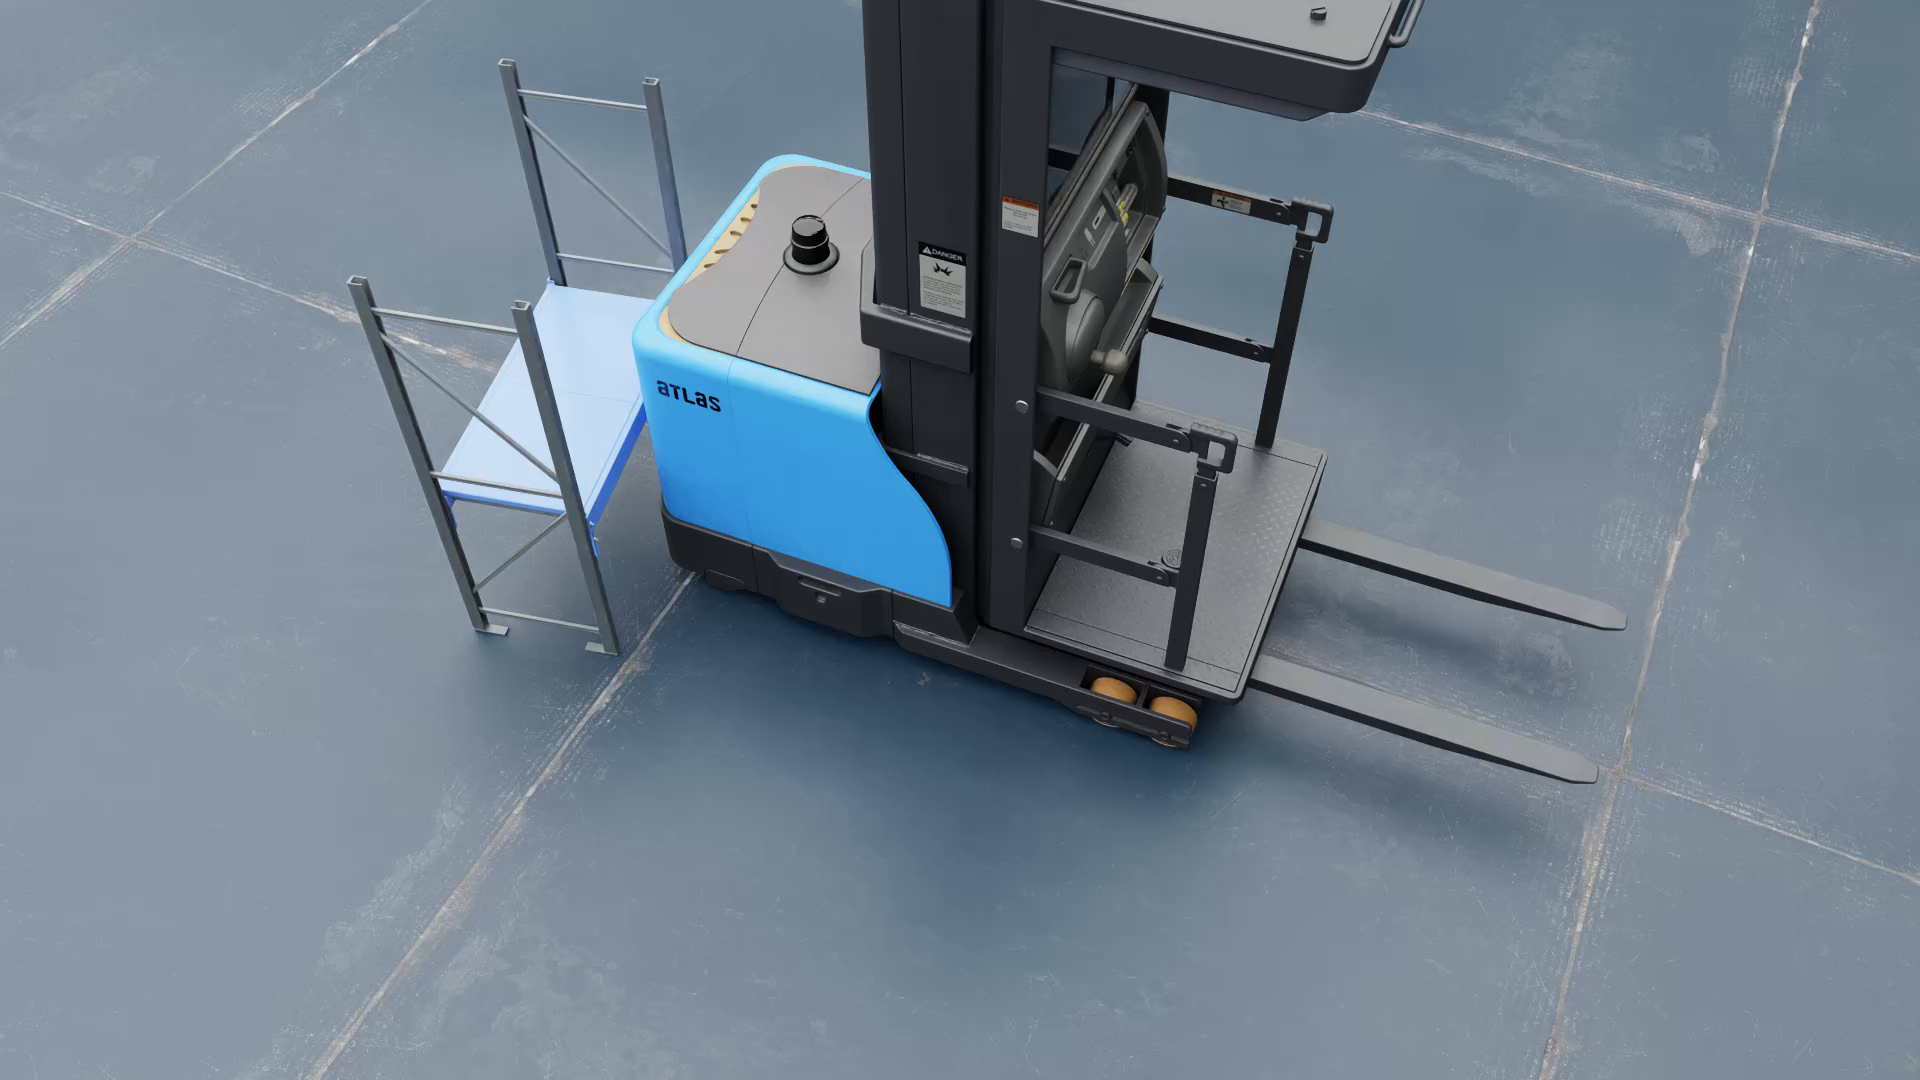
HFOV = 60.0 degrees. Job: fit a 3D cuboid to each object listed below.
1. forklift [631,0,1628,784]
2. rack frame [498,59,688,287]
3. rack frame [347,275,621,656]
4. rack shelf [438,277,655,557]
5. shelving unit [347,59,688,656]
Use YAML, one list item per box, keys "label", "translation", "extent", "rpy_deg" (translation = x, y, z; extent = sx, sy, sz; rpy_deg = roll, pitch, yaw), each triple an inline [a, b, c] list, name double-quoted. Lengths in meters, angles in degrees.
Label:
- label: "forklift"
  translation: [0.583, -0.768, 4.479]
  extent: [3.031, 2.935, 1.130]
  rpy_deg: [17, 52, 14]
- label: "rack frame"
  translation: [-1.143, -0.915, 5.544]
  extent: [0.500, 1.500, 0.032]
  rpy_deg: [9, 50, 8]
- label: "rack frame"
  translation: [-1.359, -0.158, 4.900]
  extent: [0.500, 1.500, 0.032]
  rpy_deg: [9, 50, 8]
- label: "rack shelf"
  translation: [-1.251, -0.420, 5.359]
  extent: [0.538, 0.185, 1.000]
  rpy_deg: [9, 50, 8]
- label: "shelving unit"
  translation: [-1.251, -0.537, 5.222]
  extent: [0.538, 1.500, 1.048]
  rpy_deg: [9, 50, 8]
